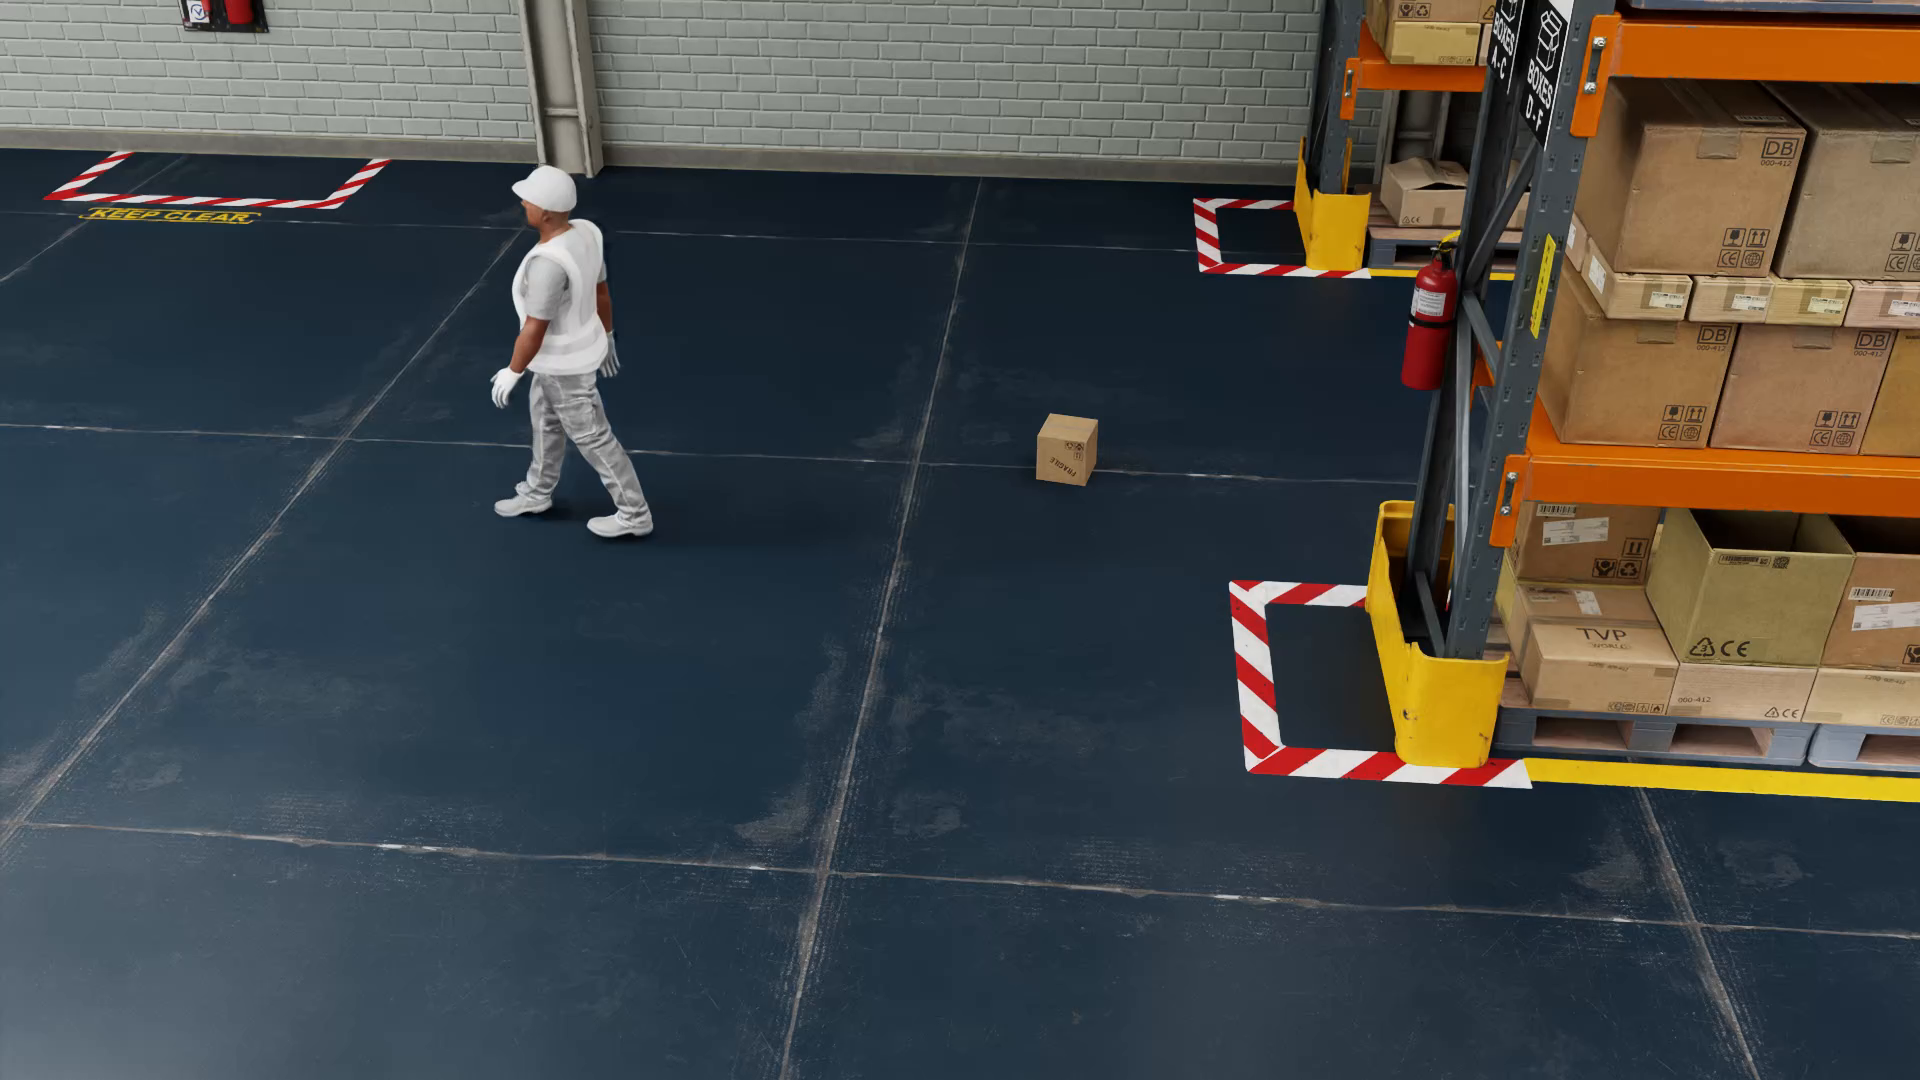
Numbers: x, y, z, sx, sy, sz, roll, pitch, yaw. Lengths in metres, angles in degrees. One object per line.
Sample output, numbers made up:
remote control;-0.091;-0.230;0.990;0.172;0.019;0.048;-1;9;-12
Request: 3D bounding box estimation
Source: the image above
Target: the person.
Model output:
person;-1.848;-0.796;7.396;0.824;1.787;0.567;2;32;2
